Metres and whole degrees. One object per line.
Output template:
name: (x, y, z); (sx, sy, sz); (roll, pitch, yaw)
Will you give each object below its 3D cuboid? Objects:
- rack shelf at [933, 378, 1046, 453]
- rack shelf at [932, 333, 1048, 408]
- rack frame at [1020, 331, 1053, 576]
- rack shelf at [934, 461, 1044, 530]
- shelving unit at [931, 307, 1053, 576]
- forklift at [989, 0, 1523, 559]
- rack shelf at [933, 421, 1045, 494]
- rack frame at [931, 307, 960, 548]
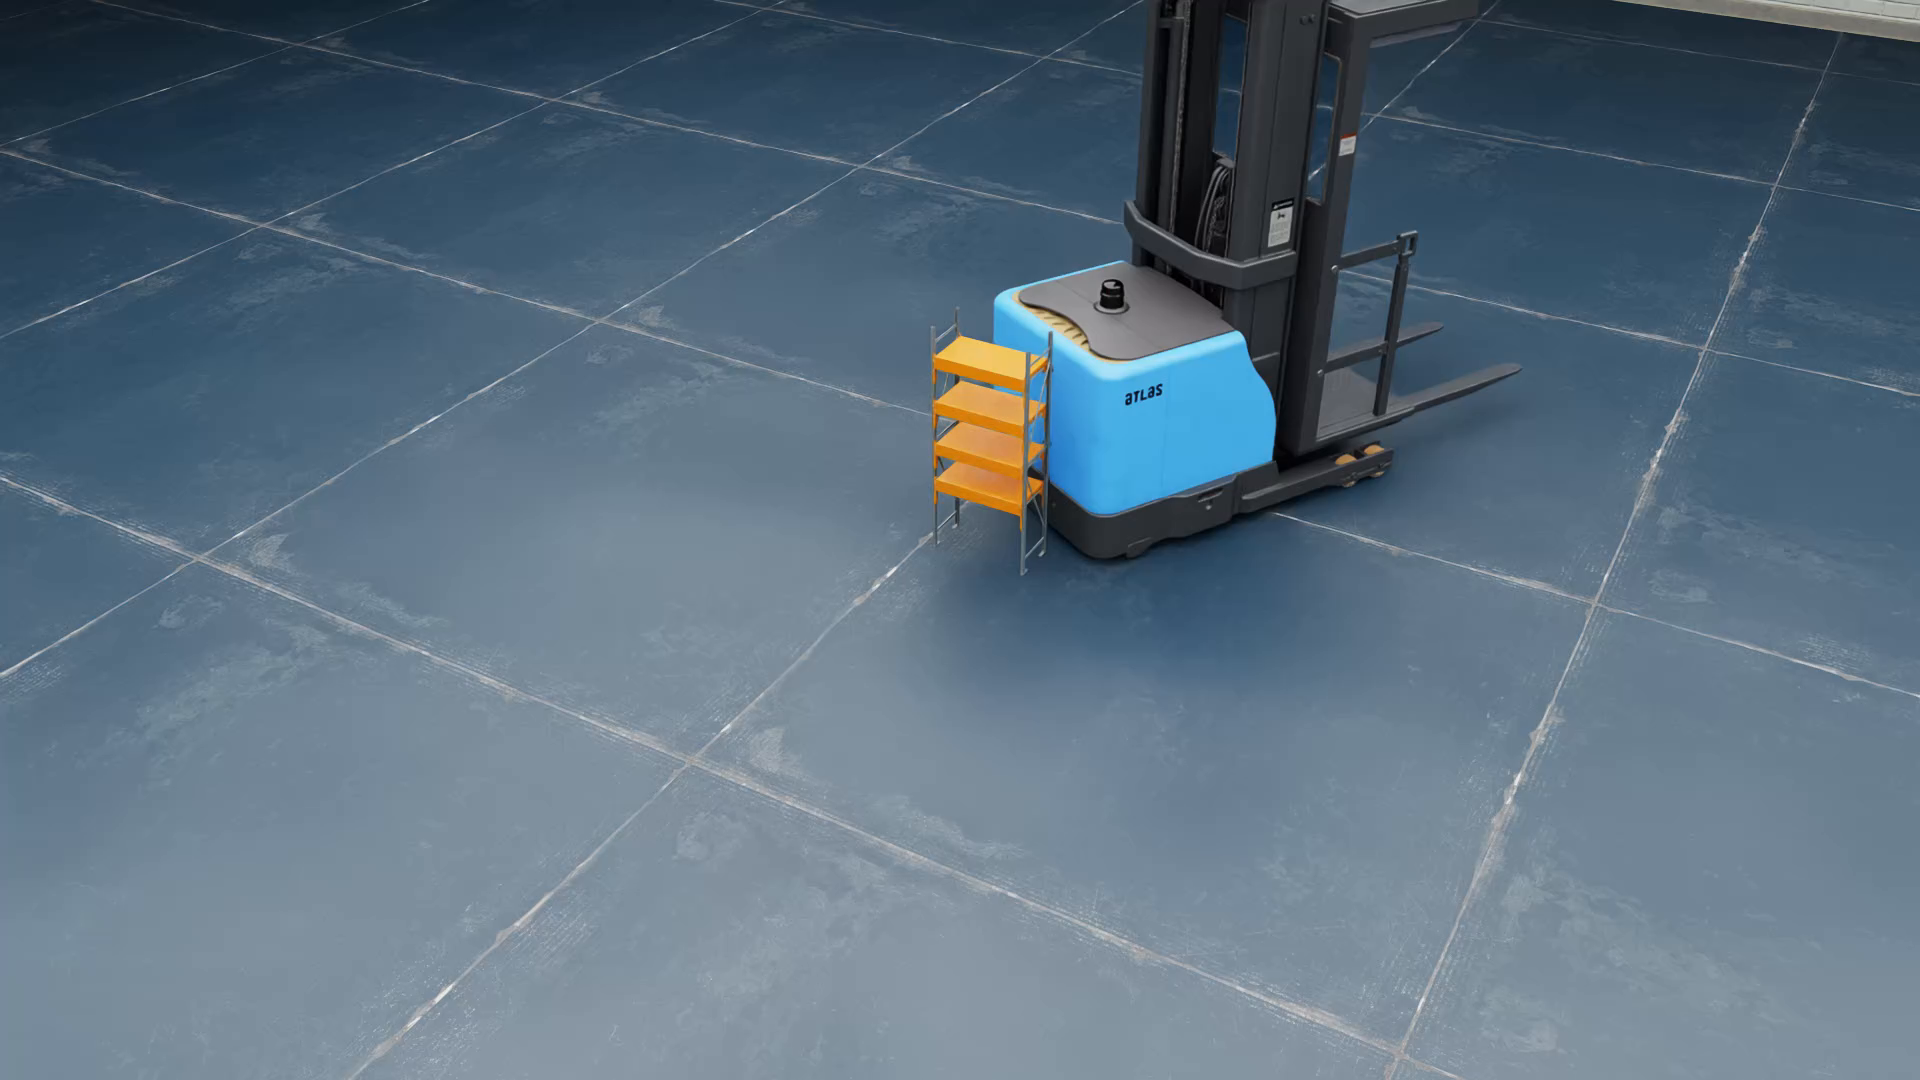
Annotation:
rack shelf: (0.144, -0.584, 7.762); (0.480, 0.148, 0.258); (18, 37, 24)
rack shelf: (0.144, -0.781, 7.631); (0.480, 0.148, 0.258); (18, 37, 24)
rack frame: (0.356, -0.387, 7.748); (0.015, 1.200, 0.240); (18, 37, 24)
rack shelf: (0.144, -0.233, 7.996); (0.480, 0.148, 0.258); (18, 37, 24)
shelving unit: (0.144, -0.454, 7.849); (0.503, 1.200, 0.258); (18, 37, 24)
forklift: (1.680, -1.728, 8.201); (3.031, 2.935, 1.130); (-18, 38, -25)
rack shelf: (0.144, -0.398, 7.886); (0.480, 0.148, 0.258); (18, 37, 24)
rack frame: (-0.068, -0.521, 7.950); (0.015, 1.200, 0.240); (18, 37, 24)
